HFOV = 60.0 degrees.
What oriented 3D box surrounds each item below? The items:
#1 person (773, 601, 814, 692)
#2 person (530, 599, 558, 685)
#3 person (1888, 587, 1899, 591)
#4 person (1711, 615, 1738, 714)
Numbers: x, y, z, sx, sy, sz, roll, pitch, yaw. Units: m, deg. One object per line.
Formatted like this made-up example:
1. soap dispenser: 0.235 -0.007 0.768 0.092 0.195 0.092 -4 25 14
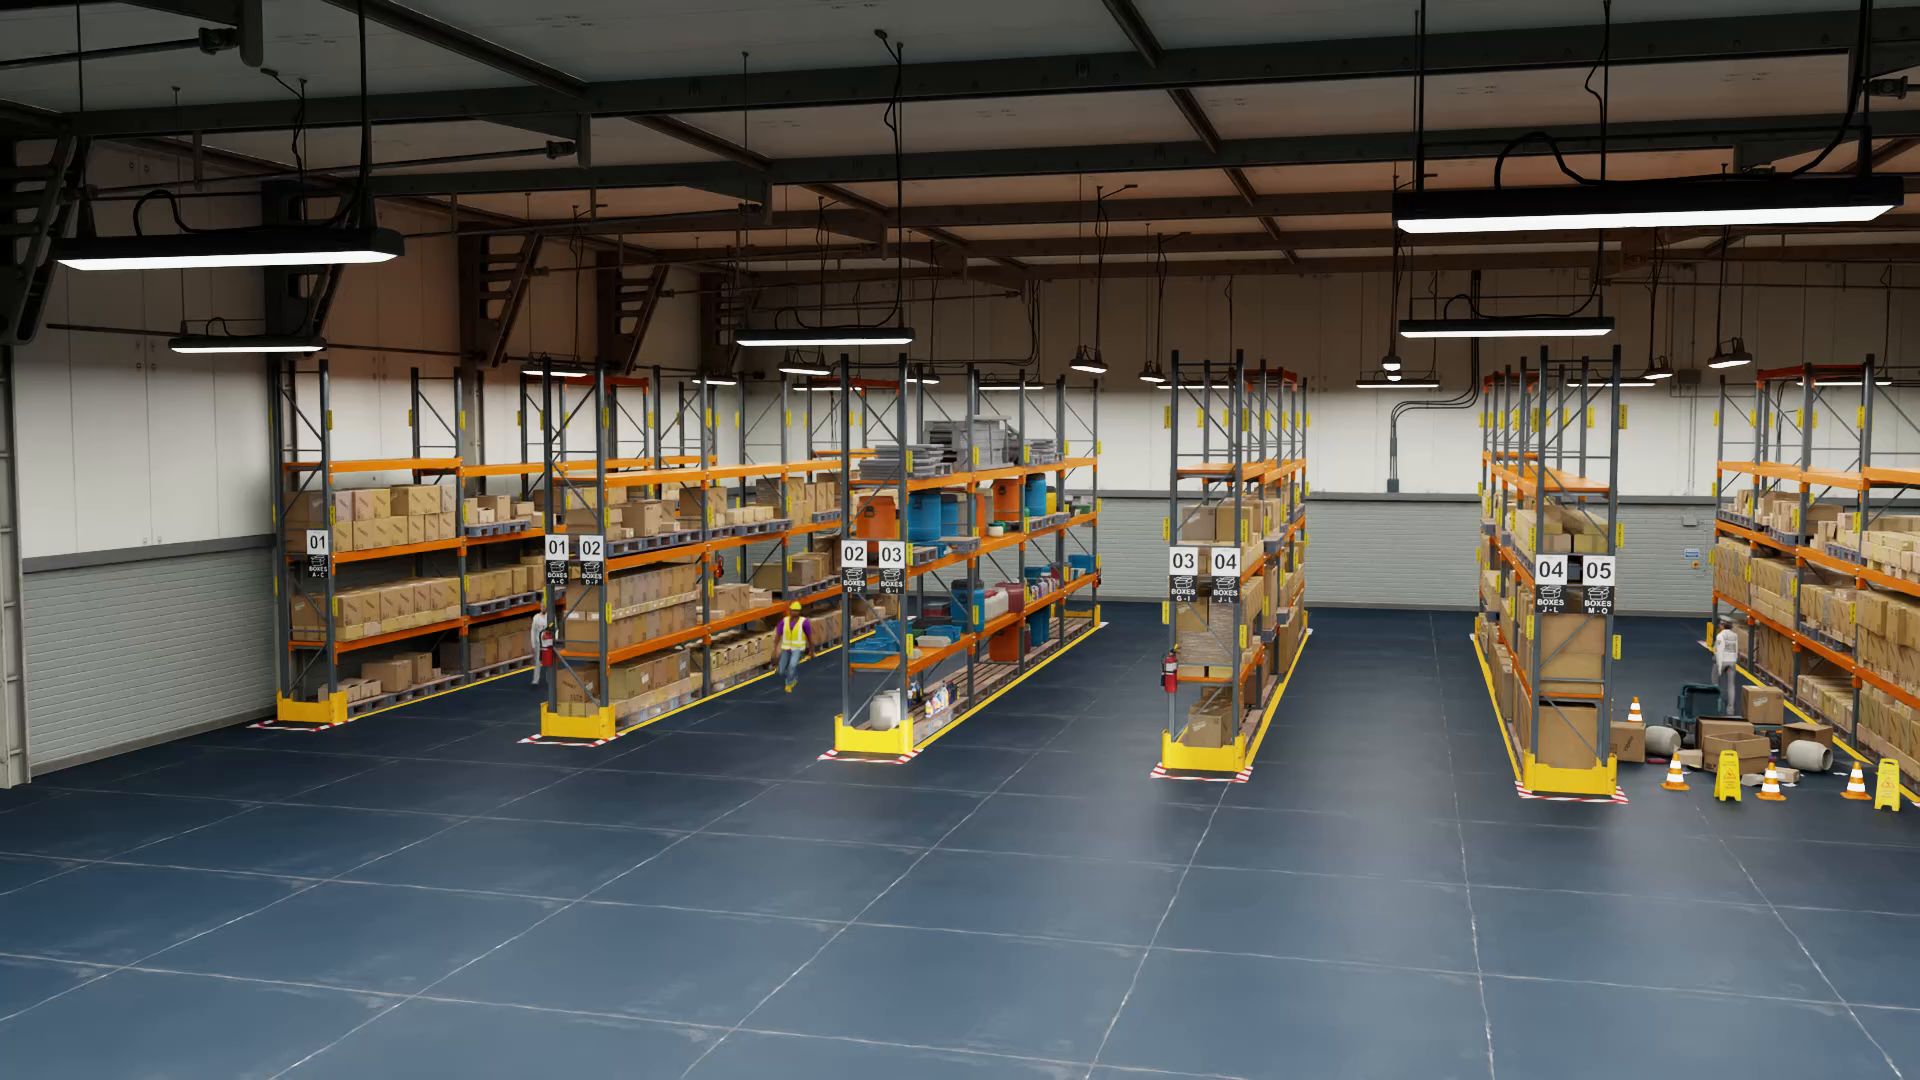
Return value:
1. person: -2.946 1.860 29.331 0.665 1.554 0.802 1 4 9
2. person: -7.805 1.920 31.232 0.519 1.621 1.035 -1 4 -14
3. person: 21.218 1.399 37.944 1.046 1.751 0.548 0 4 4
4. person: 13.065 2.149 28.342 0.464 1.714 0.667 0 4 2
